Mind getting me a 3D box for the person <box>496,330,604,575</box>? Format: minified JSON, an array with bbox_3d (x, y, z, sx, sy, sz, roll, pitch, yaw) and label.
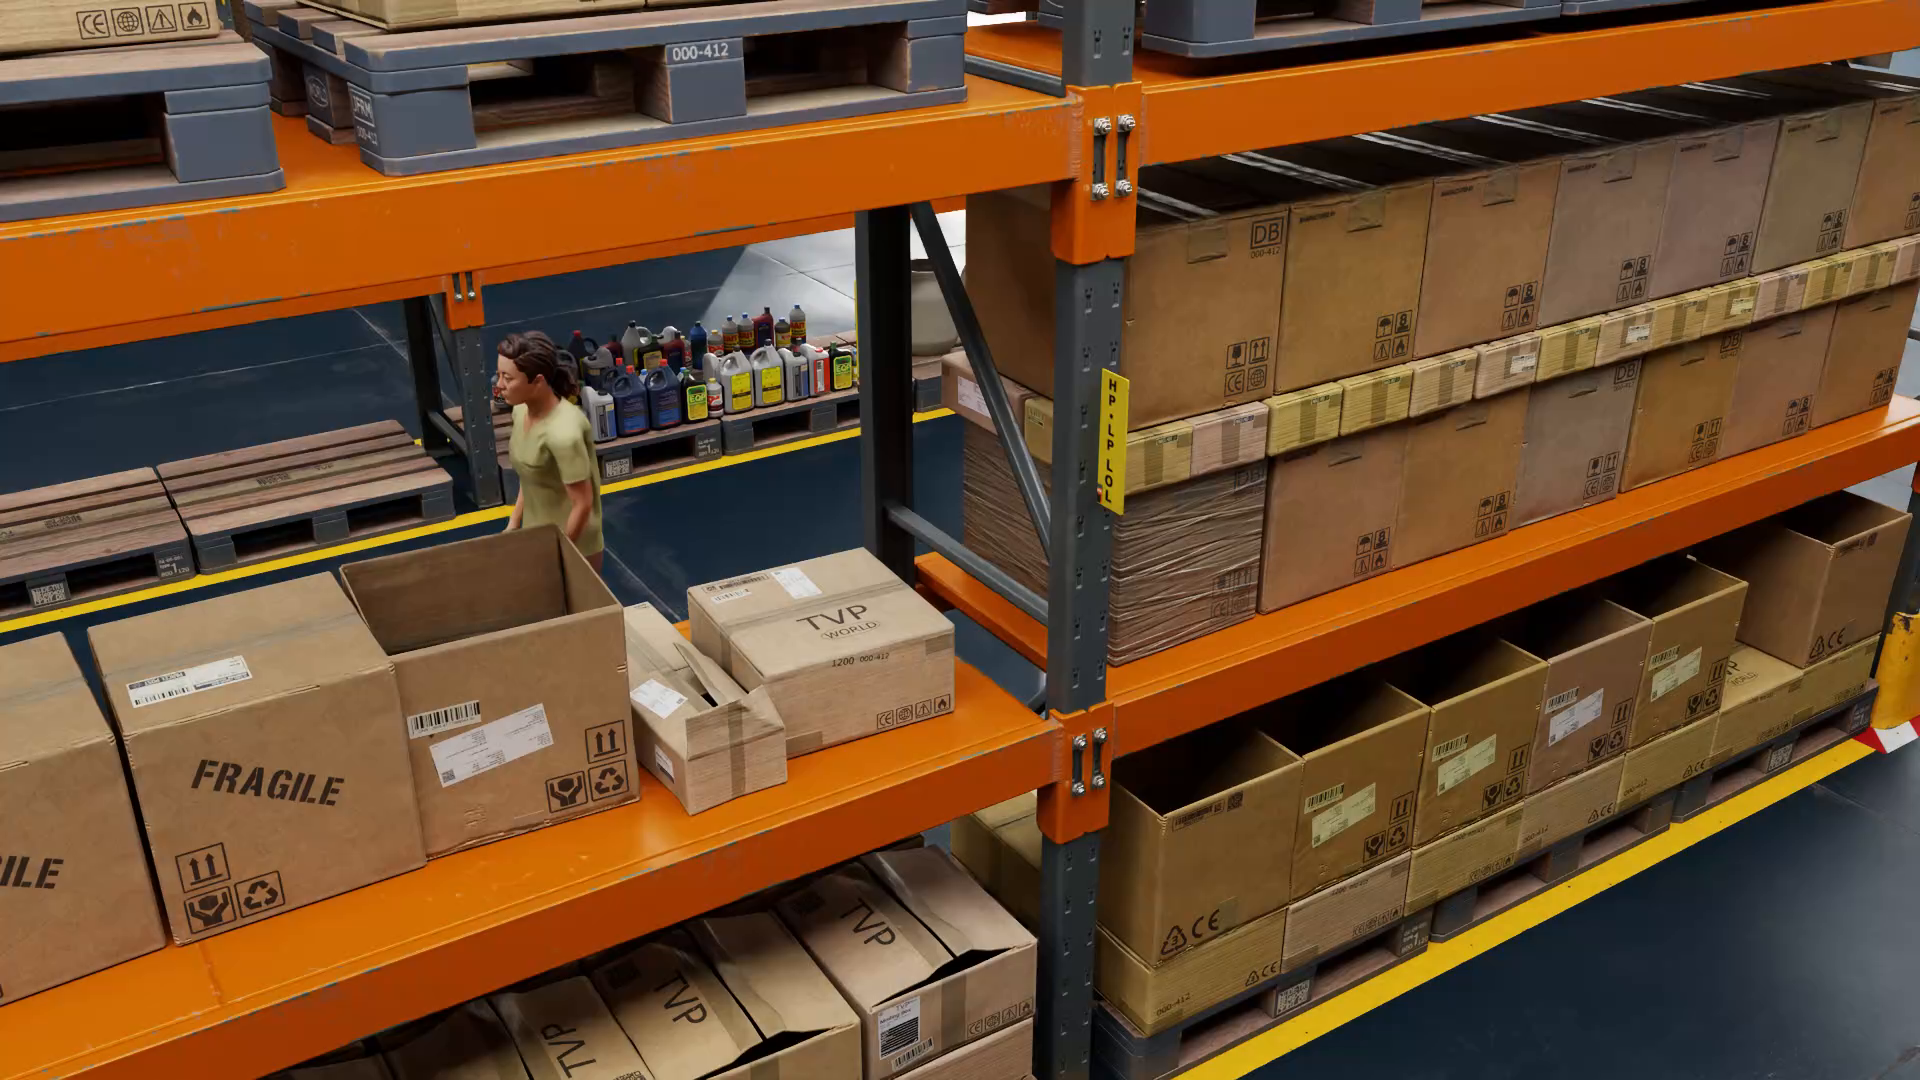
[{"bbox_3d":[-1.474,0.041,6.019,0.362,1.676,0.480,-16,30,-31],"label":"person"}]
